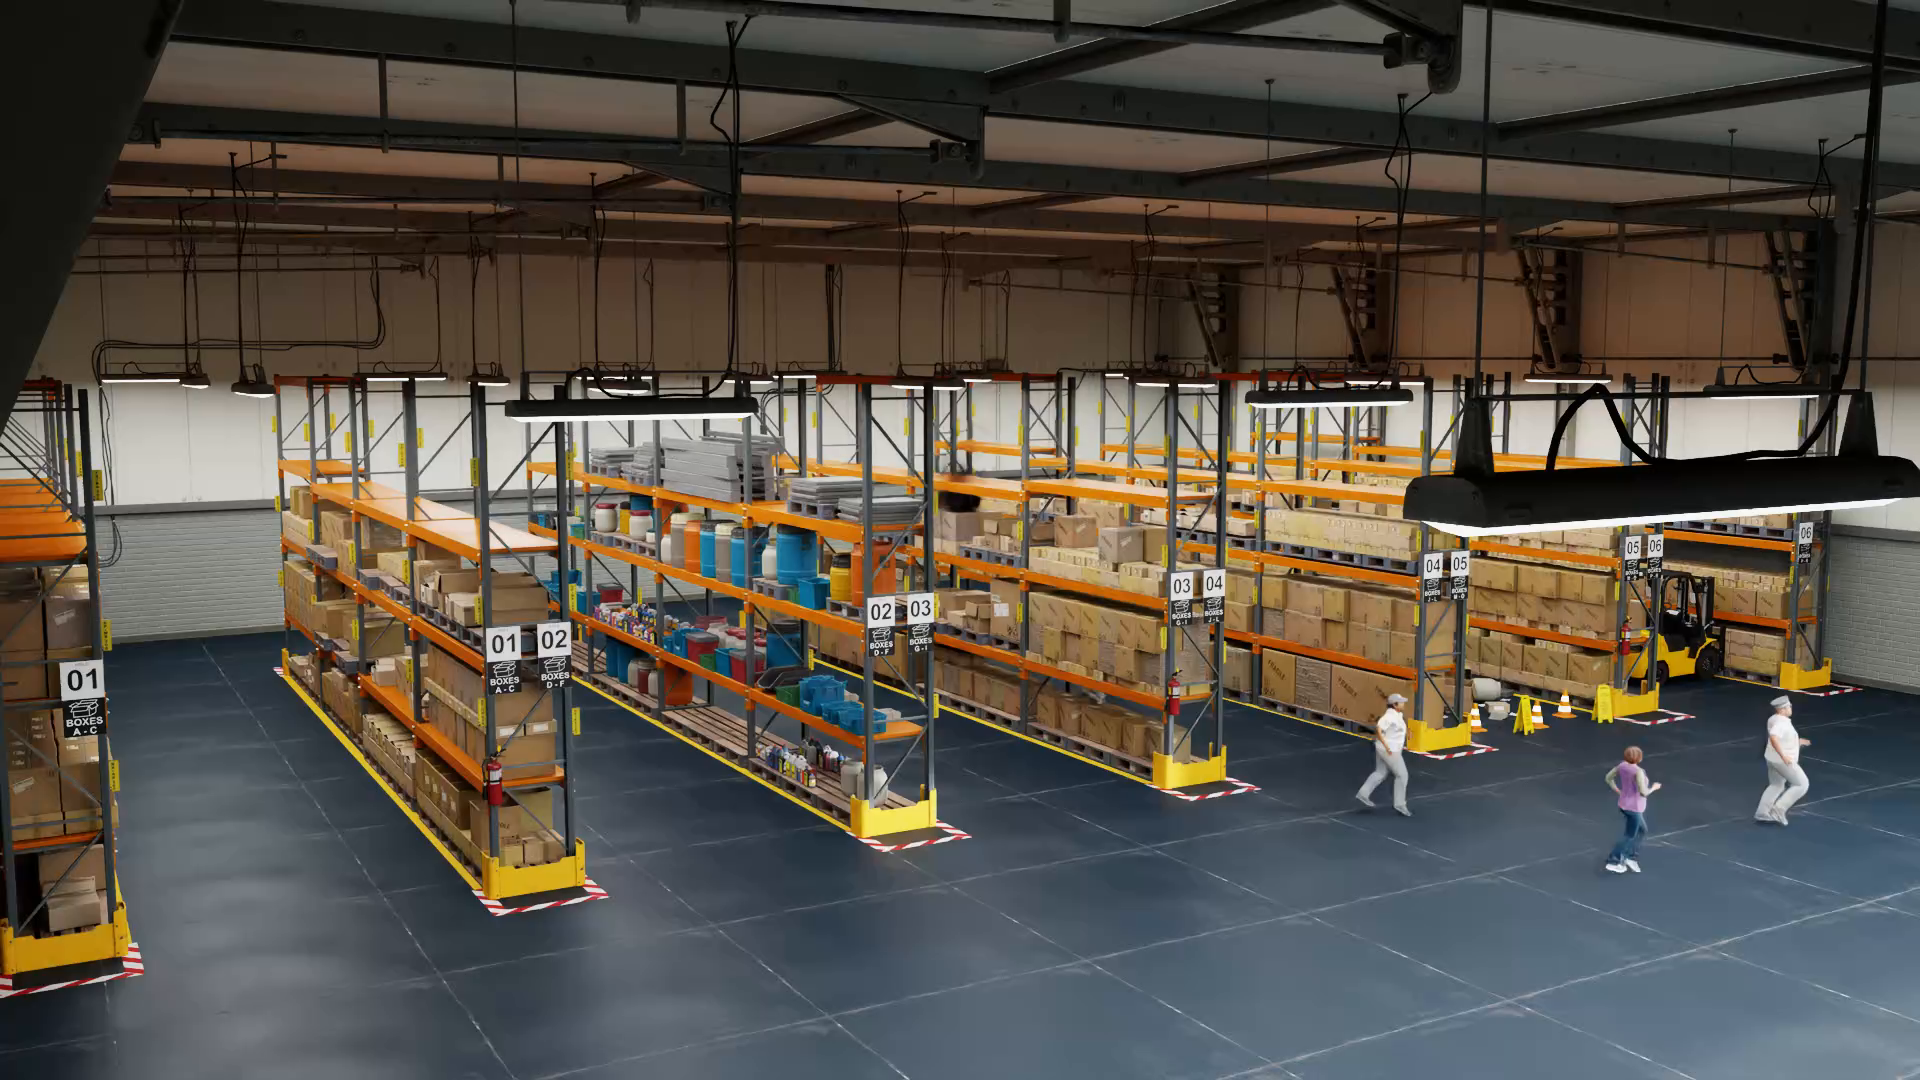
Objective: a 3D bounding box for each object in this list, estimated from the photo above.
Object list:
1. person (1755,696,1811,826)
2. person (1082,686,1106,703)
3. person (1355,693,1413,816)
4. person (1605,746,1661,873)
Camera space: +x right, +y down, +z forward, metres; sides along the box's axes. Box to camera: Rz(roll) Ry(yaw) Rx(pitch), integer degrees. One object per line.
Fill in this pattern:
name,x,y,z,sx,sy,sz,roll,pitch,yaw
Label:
person,11.201,2.990,22.572,0.677,1.774,0.646,0,6,3
person,2.540,2.116,30.545,0.688,1.841,0.838,-5,8,-36
person,5.935,2.975,23.210,0.782,1.717,0.598,1,6,9
person,8.228,3.313,20.352,0.660,1.624,0.514,-1,6,-7
